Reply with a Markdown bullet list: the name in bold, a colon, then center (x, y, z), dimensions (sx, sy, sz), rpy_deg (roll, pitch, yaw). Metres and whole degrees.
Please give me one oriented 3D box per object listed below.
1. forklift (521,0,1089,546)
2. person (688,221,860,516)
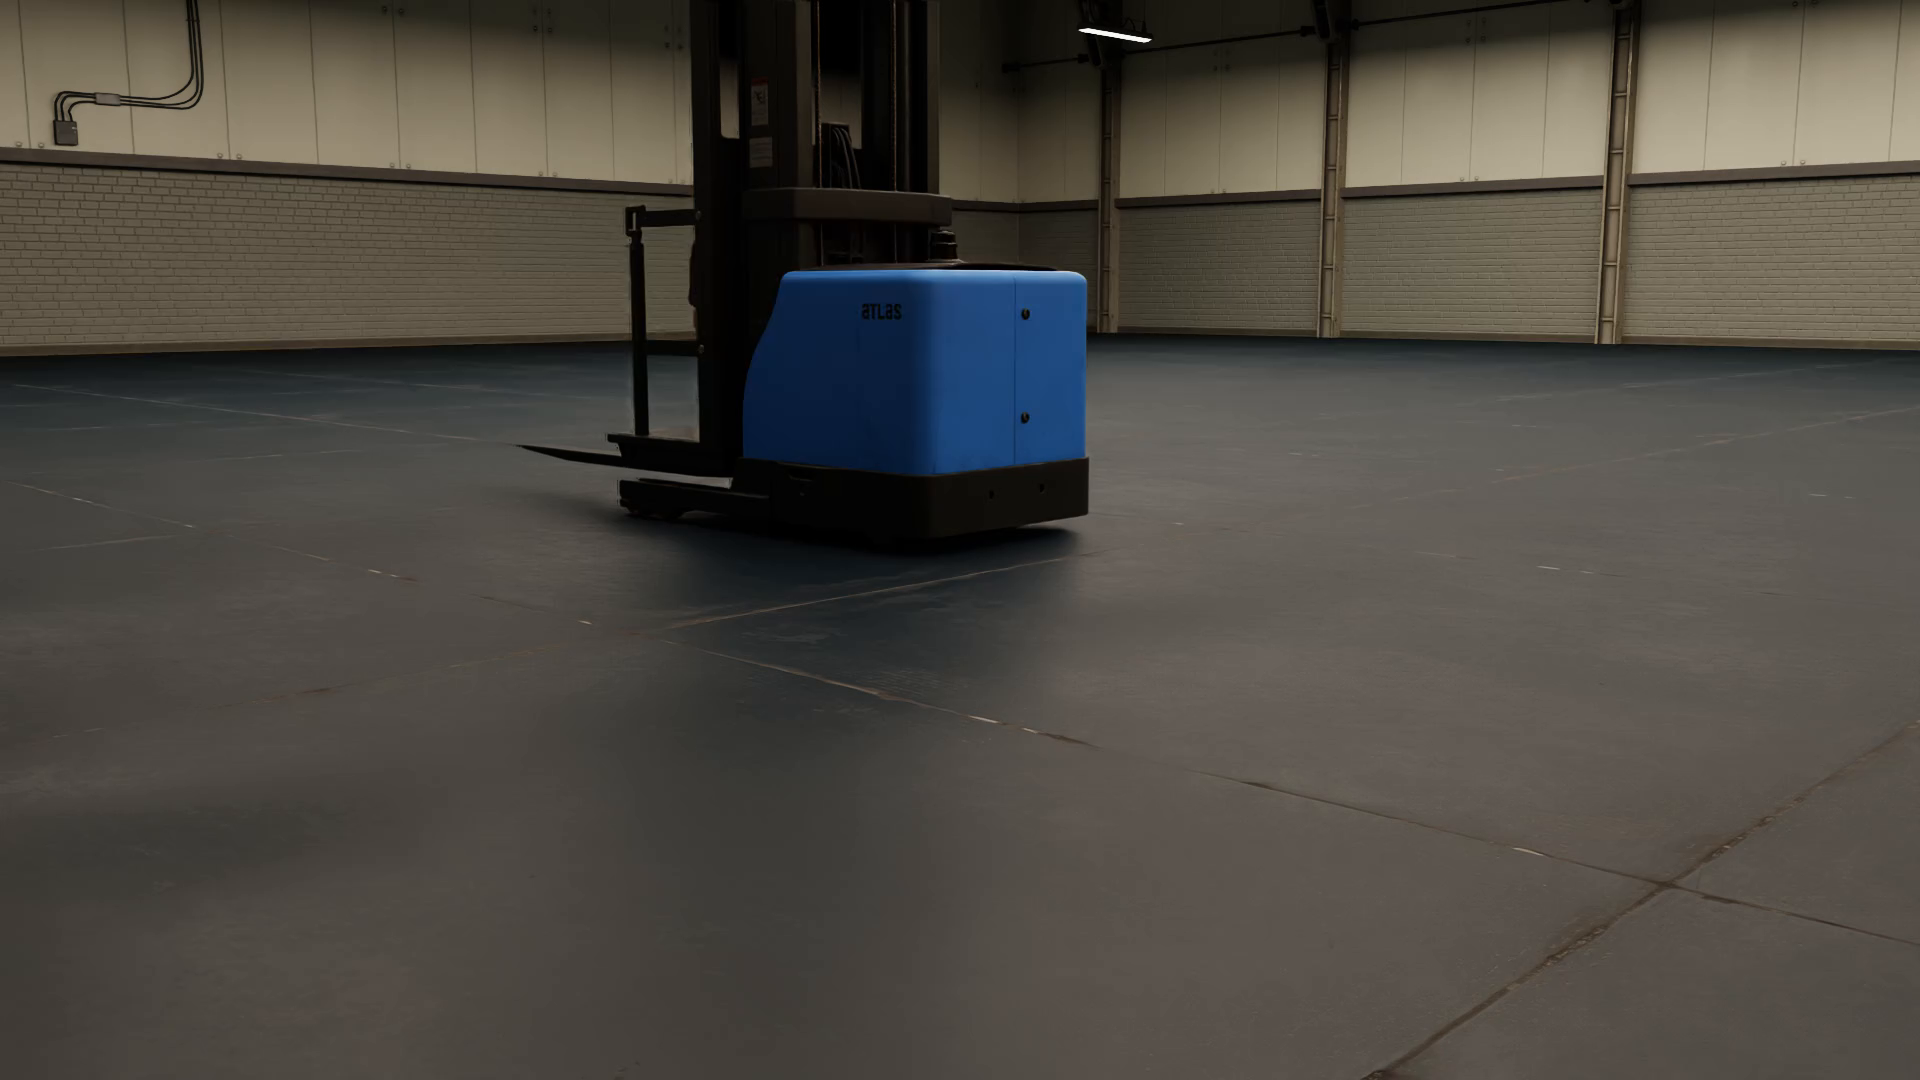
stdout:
- **forklift**: center (-0.883, -1.587, 7.412), dimensions (3.031, 2.935, 1.130), rpy_deg (8, 12, 42)
- **person**: center (-0.769, -0.952, 7.412), dimensions (0.855, 1.751, 0.621), rpy_deg (0, 9, -3)
